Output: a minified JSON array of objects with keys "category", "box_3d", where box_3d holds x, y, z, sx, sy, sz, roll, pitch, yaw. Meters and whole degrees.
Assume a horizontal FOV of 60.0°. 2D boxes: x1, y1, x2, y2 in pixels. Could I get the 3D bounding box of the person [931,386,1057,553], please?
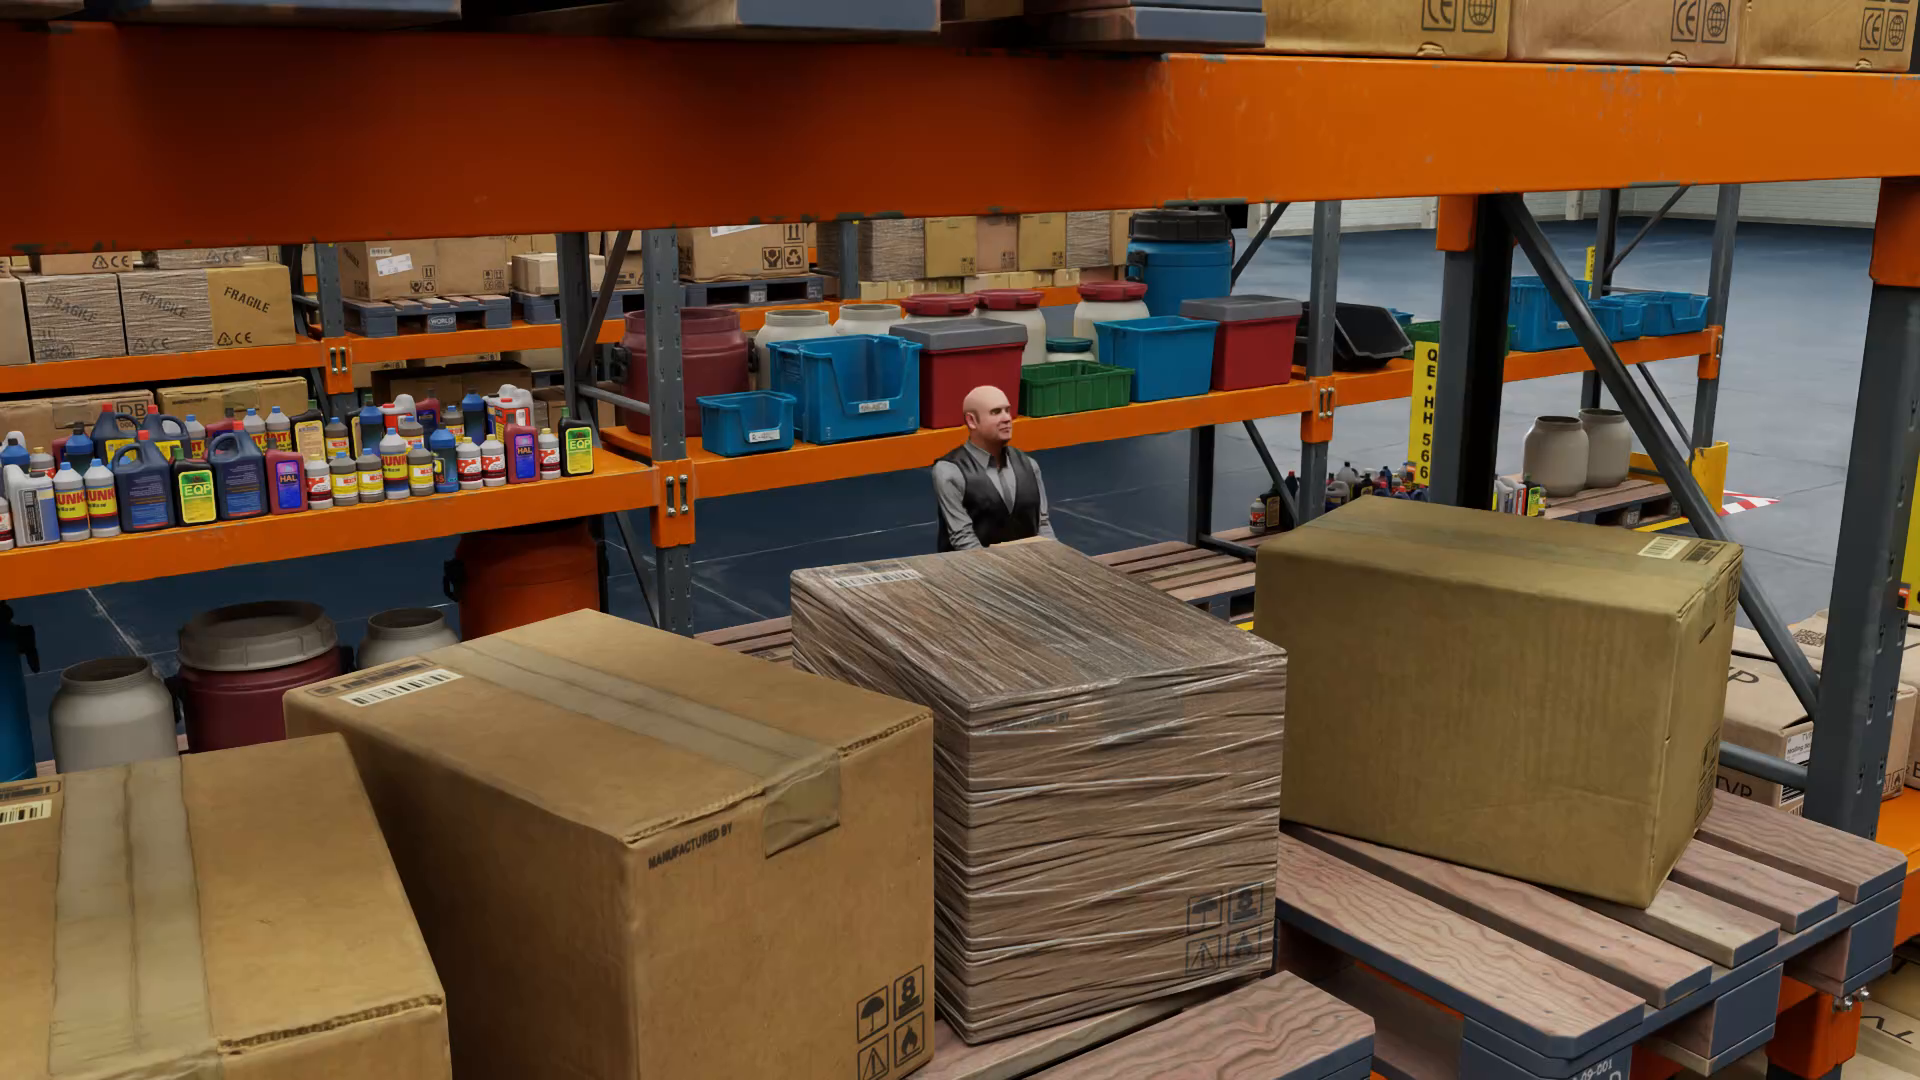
[{"category":"person","box_3d":[0.181,0.261,6.569,0.502,1.720,0.552,-10,18,-35]}]
